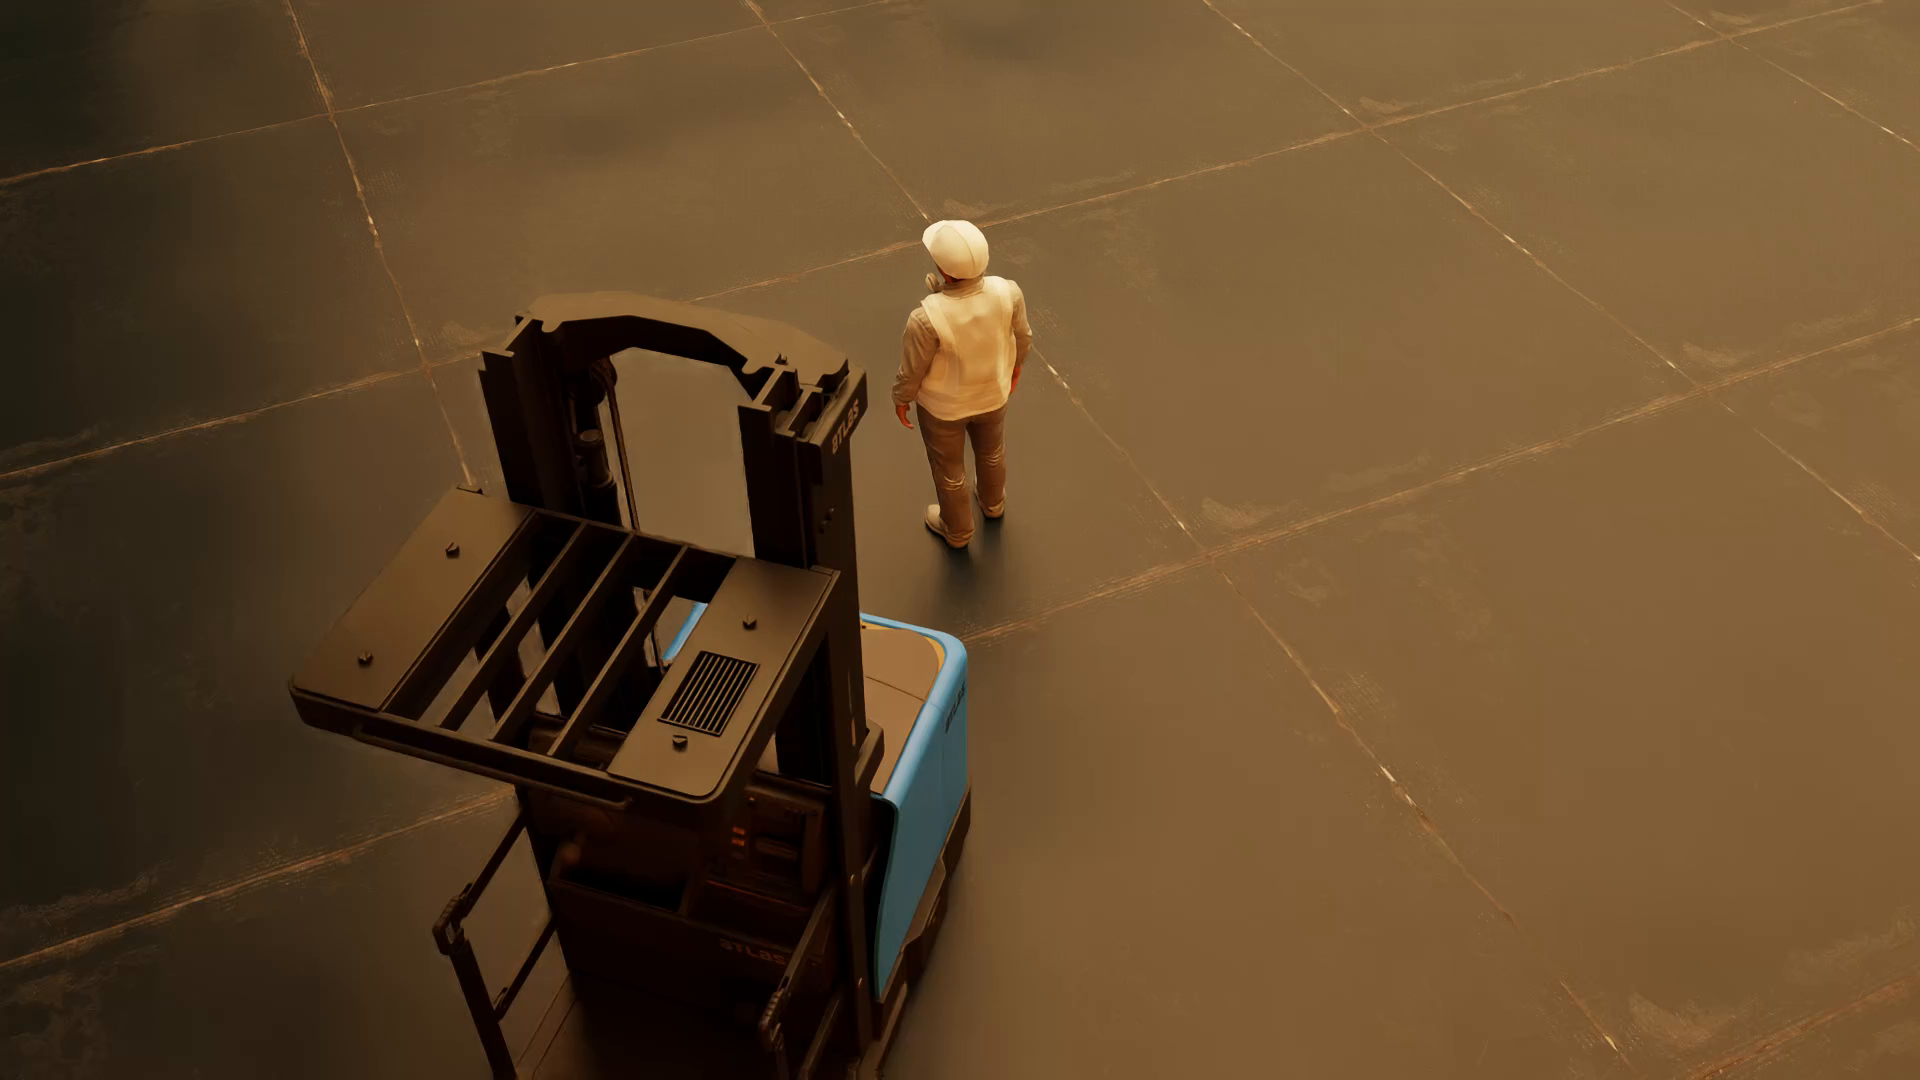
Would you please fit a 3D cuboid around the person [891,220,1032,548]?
[{"bbox_3d":[-0.021,-0.695,7.263,0.634,1.776,0.565,-18,46,-18],"label":"person"}]

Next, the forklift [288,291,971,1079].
[{"bbox_3d":[-0.902,0.911,4.704,1.130,2.935,3.031,13,44,13],"label":"forklift"}]
